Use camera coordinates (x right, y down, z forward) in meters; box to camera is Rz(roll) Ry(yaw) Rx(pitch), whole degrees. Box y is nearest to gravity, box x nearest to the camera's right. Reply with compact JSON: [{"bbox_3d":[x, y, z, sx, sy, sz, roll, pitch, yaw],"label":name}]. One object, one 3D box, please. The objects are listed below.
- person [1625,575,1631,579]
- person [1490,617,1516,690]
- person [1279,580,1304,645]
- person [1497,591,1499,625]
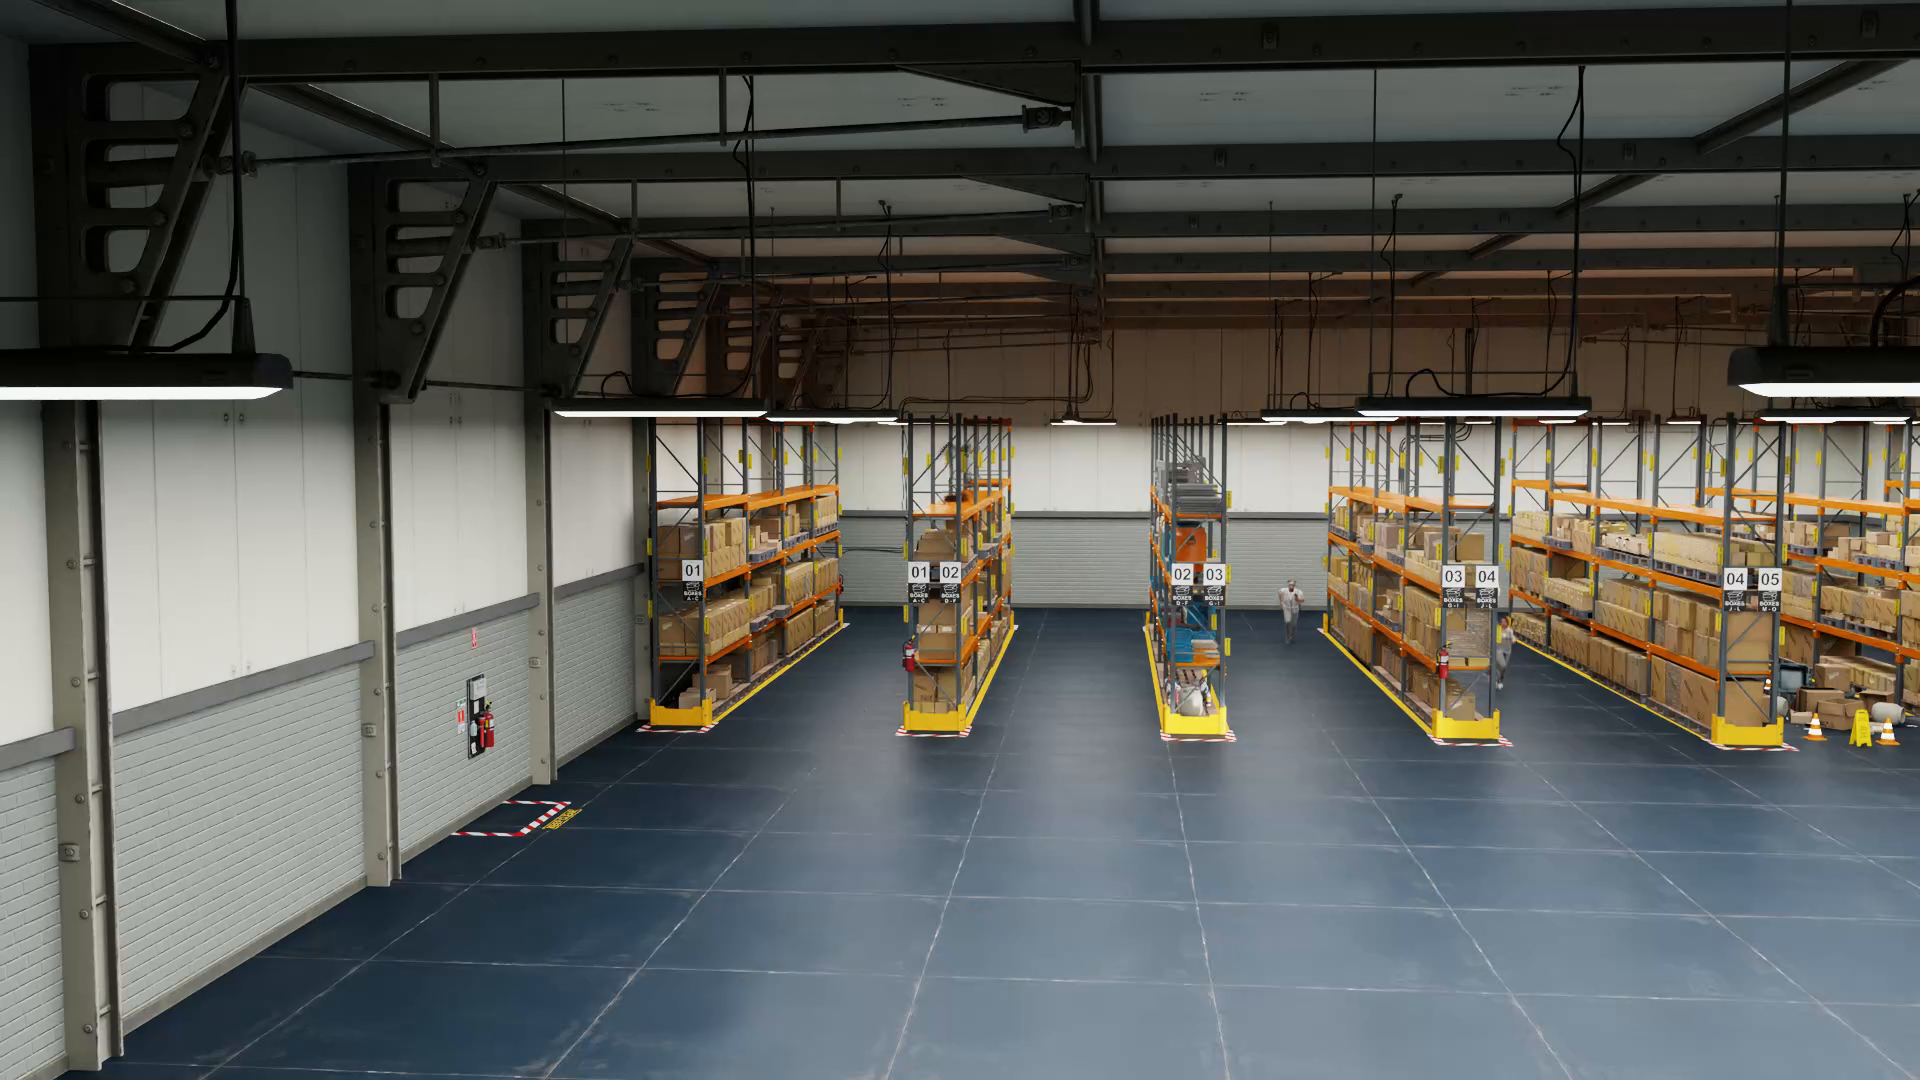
[{"bbox_3d":[17.832,1.856,44.406,0.640,1.835,0.907,-1,4,-15],"label":"person"},{"bbox_3d":[11.898,2.488,36.389,0.507,1.615,0.673,0,4,1],"label":"person"},{"bbox_3d":[8.783,1.900,44.094,0.648,1.755,0.944,0,4,6],"label":"person"},{"bbox_3d":[14.963,1.726,47.226,0.744,1.718,0.664,0,4,5],"label":"person"}]
